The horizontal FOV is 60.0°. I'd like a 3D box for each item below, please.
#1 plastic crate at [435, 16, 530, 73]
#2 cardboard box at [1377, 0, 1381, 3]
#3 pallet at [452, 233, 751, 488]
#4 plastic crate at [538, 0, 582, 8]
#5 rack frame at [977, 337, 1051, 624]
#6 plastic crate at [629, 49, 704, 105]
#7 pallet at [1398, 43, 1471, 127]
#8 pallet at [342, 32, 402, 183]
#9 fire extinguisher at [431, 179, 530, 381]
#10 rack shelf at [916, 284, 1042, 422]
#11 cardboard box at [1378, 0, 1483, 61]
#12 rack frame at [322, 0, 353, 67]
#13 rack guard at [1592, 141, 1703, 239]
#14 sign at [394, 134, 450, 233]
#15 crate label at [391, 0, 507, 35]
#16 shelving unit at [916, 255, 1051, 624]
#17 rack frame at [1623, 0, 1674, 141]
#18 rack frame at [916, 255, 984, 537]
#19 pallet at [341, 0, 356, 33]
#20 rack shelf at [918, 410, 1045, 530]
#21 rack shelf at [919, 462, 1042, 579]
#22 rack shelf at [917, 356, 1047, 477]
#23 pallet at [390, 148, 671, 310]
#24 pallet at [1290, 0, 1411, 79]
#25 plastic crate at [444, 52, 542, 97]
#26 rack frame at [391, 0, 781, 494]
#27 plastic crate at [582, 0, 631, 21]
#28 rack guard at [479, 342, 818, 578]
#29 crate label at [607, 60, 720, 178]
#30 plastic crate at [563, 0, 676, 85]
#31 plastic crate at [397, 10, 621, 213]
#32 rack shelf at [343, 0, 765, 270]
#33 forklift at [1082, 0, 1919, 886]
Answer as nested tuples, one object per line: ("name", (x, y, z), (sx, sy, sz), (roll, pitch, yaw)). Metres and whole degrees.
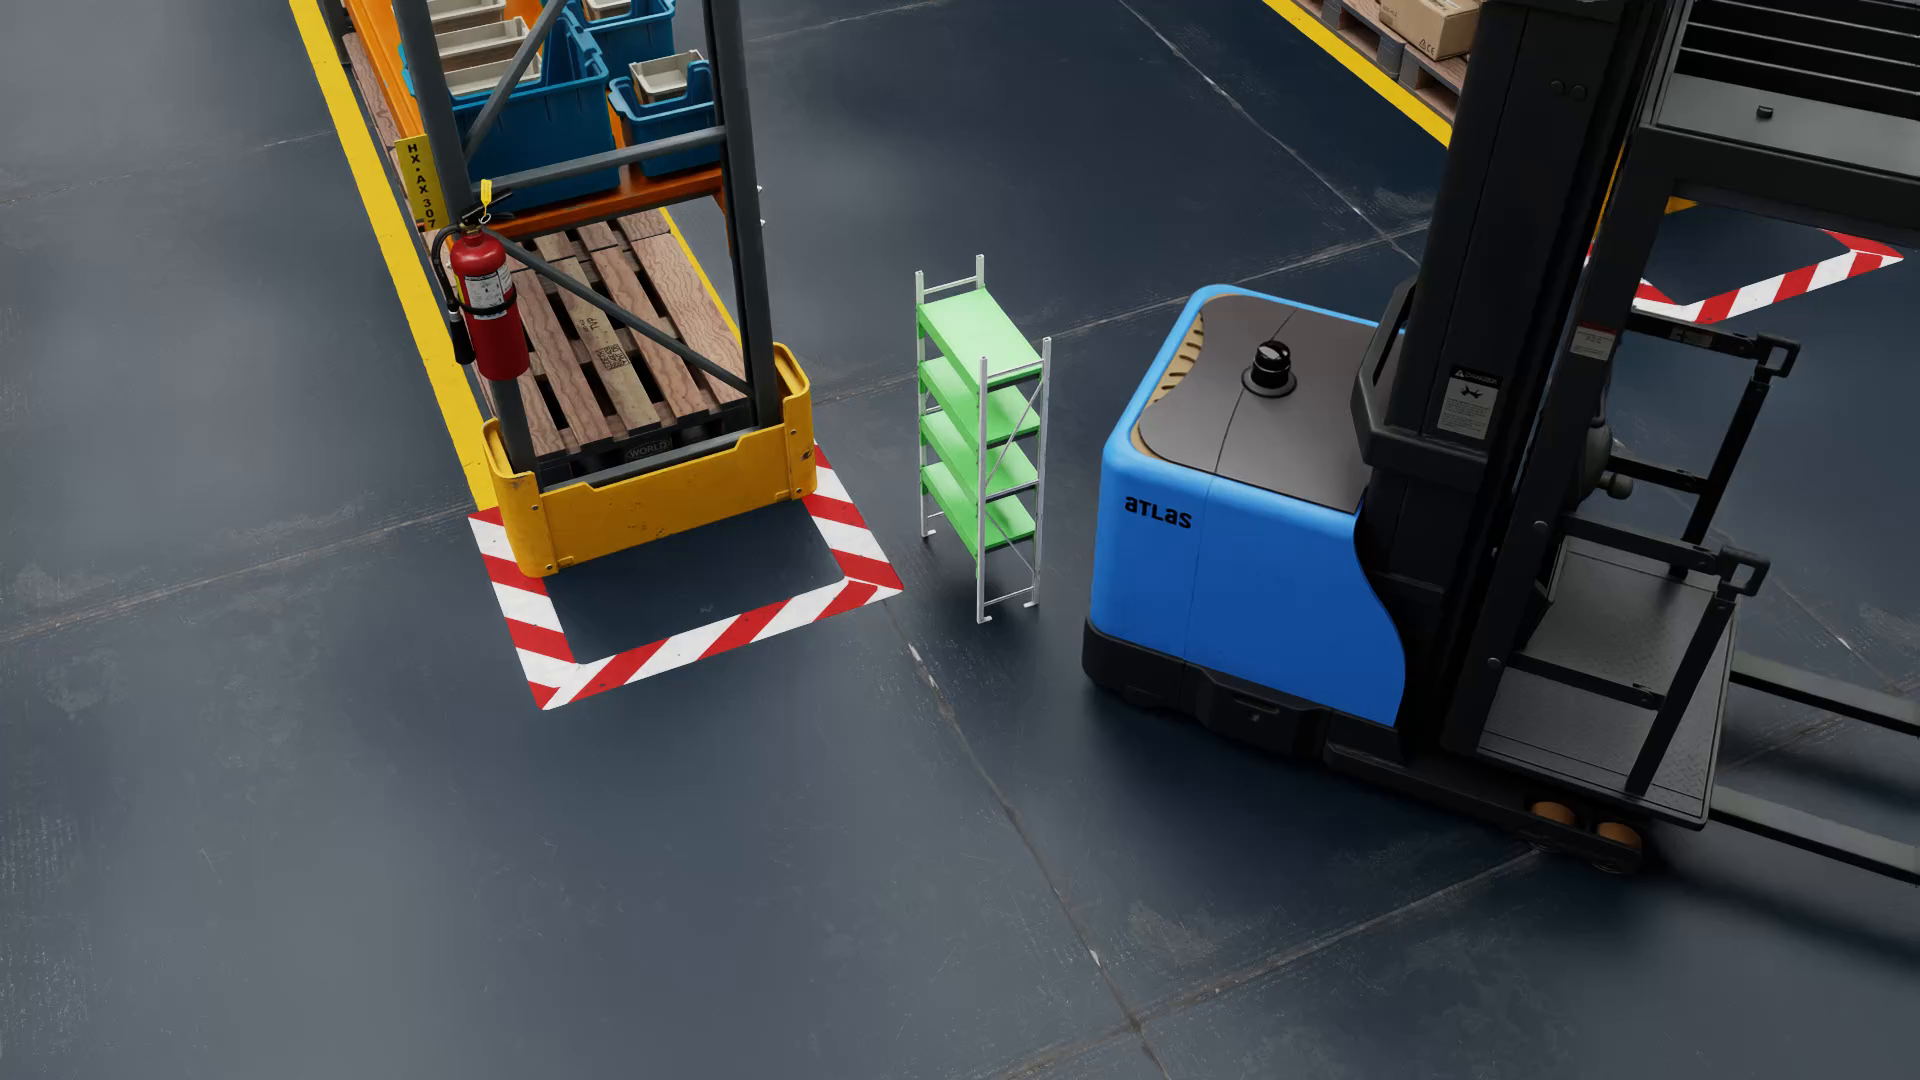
("plastic crate", (-1.772, -1.788, 6.072), (0.396, 0.136, 0.243), (-18, 47, -17))
("cardboard box", (2.452, -3.287, 8.910), (0.797, 0.503, 0.637), (-18, 47, -17))
("pallet", (-1.468, -0.750, 6.860), (1.003, 0.211, 1.213), (-18, 47, -17))
("plastic crate", (-1.515, -2.261, 6.482), (0.416, 0.233, 0.300), (-18, 47, -17))
("rack frame", (0.172, -0.166, 5.564), (0.240, 1.200, 0.015), (-18, 47, -17))
("plastic crate", (-1.021, -1.616, 5.897), (0.250, 0.136, 0.298), (-18, 47, -17))
("pallet", (2.971, -2.229, 8.359), (1.003, 0.211, 1.213), (-18, 47, -17))
("pallet", (-2.494, -2.305, 8.435), (1.003, 0.211, 1.213), (-18, 47, -17))
("fire extinguisher", (-1.505, -0.815, 5.261), (0.296, 0.674, 0.183), (-18, 47, -17))
("rack shelf", (0.070, -0.618, 5.429), (0.258, 0.148, 0.480), (-18, 47, -17))
("cardboard box", (2.515, -2.732, 8.527), (0.500, 0.250, 0.500), (-18, 47, -17))
("rack frame", (-2.838, -3.754, 7.919), (1.000, 3.000, 0.127), (-18, 47, -17))
("rack guard", (3.307, -1.825, 7.743), (1.175, 0.500, 0.348), (-18, 47, -17))
("sign", (-1.649, -1.091, 5.104), (0.100, 0.325, 0.005), (-18, 47, -17))
("crate label", (-1.912, -1.958, 6.244), (0.396, 0.136, 0.243), (-18, 47, -17))
("shelving unit", (0.070, -0.322, 5.722), (0.258, 1.200, 0.503), (-18, 47, -17))
("rack frame", (3.339, -2.666, 6.816), (1.000, 3.000, 0.127), (-18, 47, -17))
("rack frame", (-0.033, -0.477, 5.879), (0.240, 1.200, 0.015), (-18, 47, -17))
("pallet", (-3.125, -3.266, 9.410), (1.003, 0.211, 1.213), (-18, 47, -17))
("rack shelf", (0.070, -0.276, 5.767), (0.258, 0.148, 0.480), (-18, 47, -17))
("rack shelf", (0.070, -0.105, 5.935), (0.258, 0.148, 0.480), (-18, 47, -17))
("rack shelf", (0.070, -0.447, 5.598), (0.258, 0.148, 0.480), (-18, 47, -17))
("pallet", (-1.977, -1.526, 7.646), (1.003, 0.211, 1.213), (-18, 47, -17))
("pallet", (2.462, -3.006, 9.146), (1.003, 0.211, 1.213), (-18, 47, -17))
("plastic crate", (-1.664, -1.599, 5.880), (0.396, 0.136, 0.243), (-18, 47, -17))
("rack frame", (-1.157, -1.205, 5.336), (1.000, 3.000, 0.127), (-18, 47, -17))
("plastic crate", (-1.307, -2.049, 6.336), (0.250, 0.136, 0.298), (-18, 47, -17))
("rack guard", (-1.135, -0.304, 6.202), (1.175, 0.500, 0.348), (-18, 47, -17))
("crate label", (-0.962, -1.422, 5.632), (0.416, 0.233, 0.303), (-18, 47, -17))
("plastic crate", (-1.238, -1.841, 6.057), (0.416, 0.233, 0.300), (-18, 47, -17))
("plastic crate", (-1.467, -1.398, 5.463), (0.616, 0.435, 0.499), (-18, 47, -17))
("rack shelf", (-1.997, -2.224, 6.880), (1.077, 0.370, 4.000), (-18, 47, -17))
("forklift", (1.981, -0.431, 4.600), (3.031, 2.935, 1.130), (17, 47, 17))
